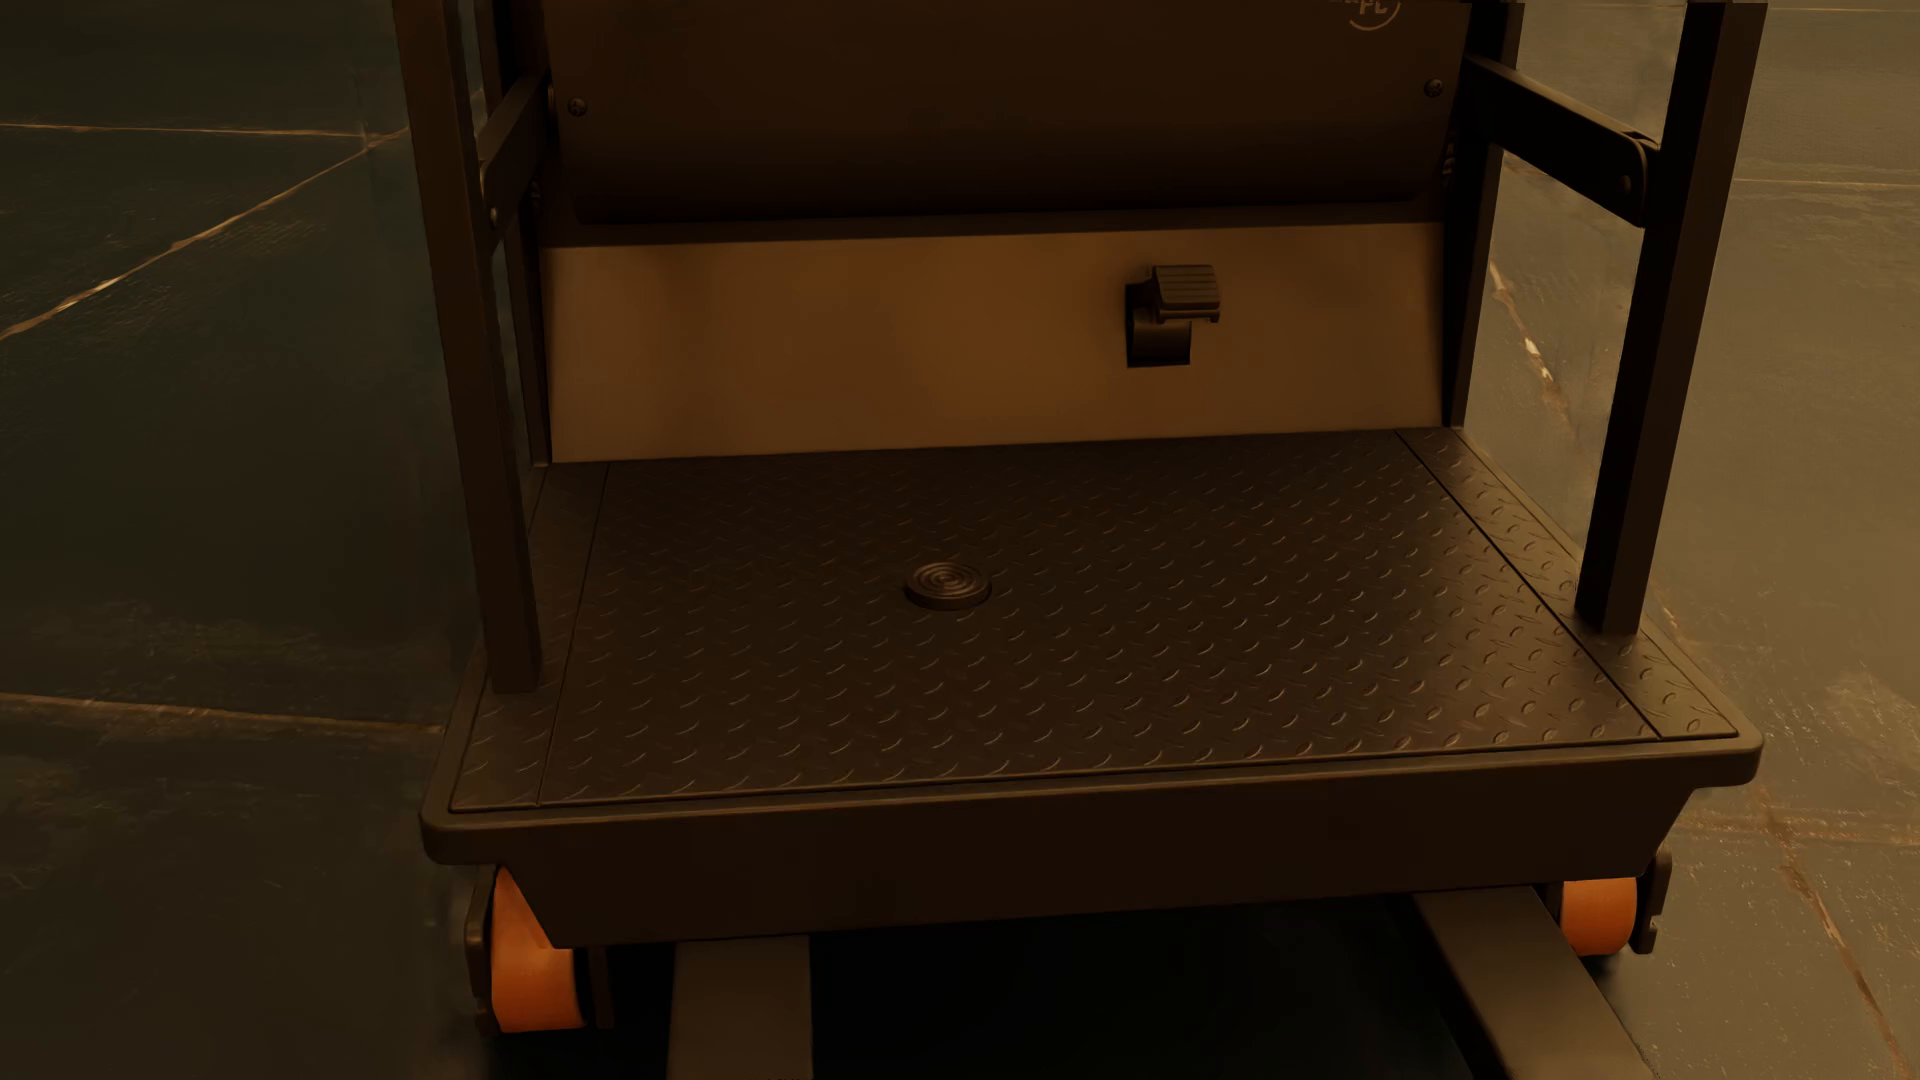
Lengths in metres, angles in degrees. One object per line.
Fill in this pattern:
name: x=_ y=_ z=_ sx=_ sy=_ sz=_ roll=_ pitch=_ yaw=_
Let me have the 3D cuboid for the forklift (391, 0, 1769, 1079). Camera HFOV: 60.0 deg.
forklift: x=0.078 y=-1.009 z=1.239 sx=1.130 sy=2.935 sz=3.031 roll=-3 pitch=27 yaw=-5
